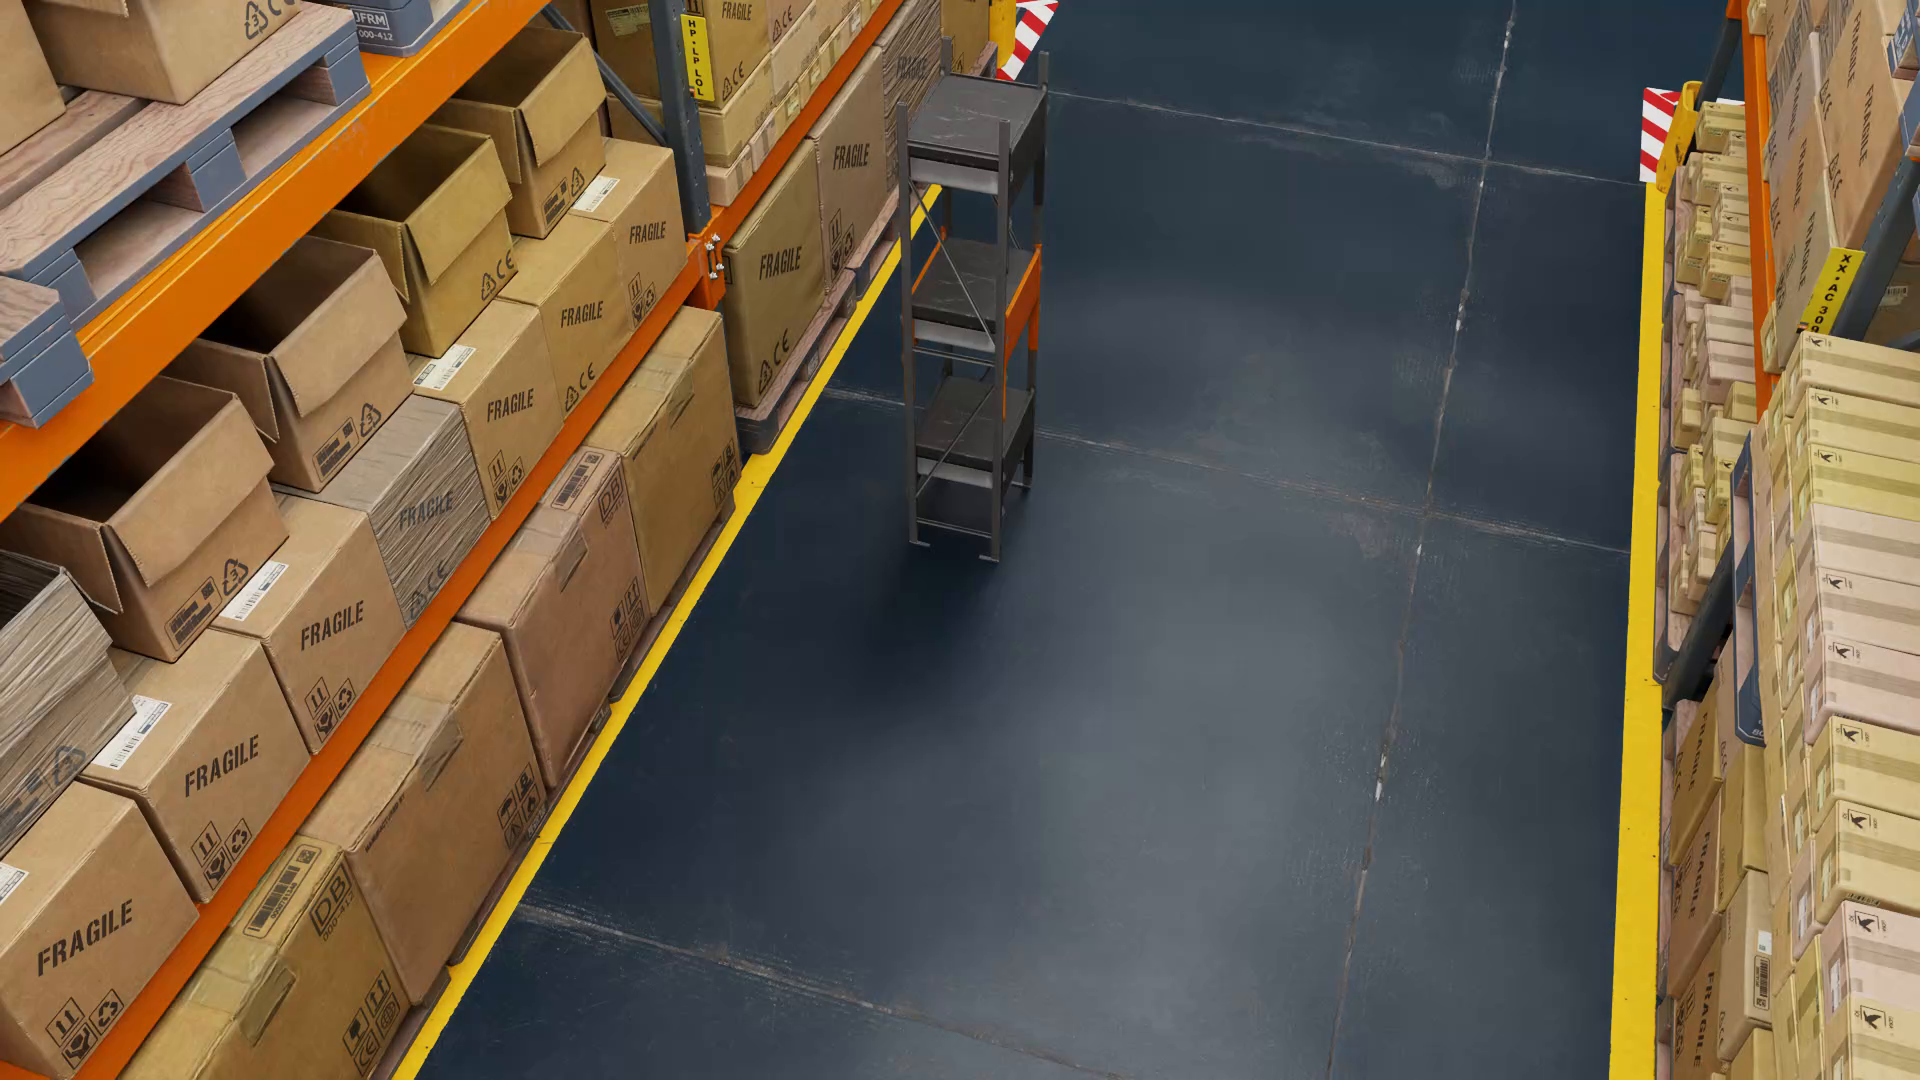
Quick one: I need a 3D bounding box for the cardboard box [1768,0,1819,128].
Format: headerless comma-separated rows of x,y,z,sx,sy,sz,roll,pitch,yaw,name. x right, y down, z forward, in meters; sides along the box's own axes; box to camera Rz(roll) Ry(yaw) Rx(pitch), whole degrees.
3.591,-1.886,6.648,0.500,0.500,0.500,11,46,11,cardboard box

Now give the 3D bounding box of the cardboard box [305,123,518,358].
-1.876,-0.976,5.213,0.797,0.503,0.637,13,46,13,cardboard box

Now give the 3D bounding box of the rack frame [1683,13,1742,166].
4.436,-3.012,8.082,1.000,3.000,0.127,13,46,13,rack frame

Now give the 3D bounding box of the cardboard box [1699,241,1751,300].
3.574,-1.197,7.540,0.380,0.149,0.250,13,46,13,cardboard box

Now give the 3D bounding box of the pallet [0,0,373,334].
-2.202,-0.989,4.005,1.003,0.211,1.213,15,46,14,pallet

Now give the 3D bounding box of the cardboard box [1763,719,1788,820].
2.277,0.630,4.239,0.380,0.149,0.250,12,46,12,cardboard box

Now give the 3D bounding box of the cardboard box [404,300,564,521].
-1.661,-0.452,5.395,0.500,0.500,0.500,12,46,12,cardboard box

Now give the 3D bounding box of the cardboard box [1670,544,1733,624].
3.019,0.189,6.549,0.380,0.149,0.250,13,46,13,cardboard box

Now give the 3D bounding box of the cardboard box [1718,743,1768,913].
2.591,0.921,5.013,0.500,0.250,0.500,14,46,14,cardboard box

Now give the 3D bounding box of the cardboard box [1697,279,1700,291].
3.735,-1.166,7.934,0.380,0.149,0.250,13,46,13,cardboard box

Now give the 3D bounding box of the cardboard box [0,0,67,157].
-2.389,-1.071,3.583,0.500,0.500,0.500,15,46,15,cardboard box

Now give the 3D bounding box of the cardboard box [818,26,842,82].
-0.751,-2.198,7.430,0.380,0.149,0.250,12,46,12,cardboard box

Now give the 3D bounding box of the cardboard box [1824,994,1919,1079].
1.960,1.103,3.331,0.380,0.149,0.250,14,46,14,cardboard box

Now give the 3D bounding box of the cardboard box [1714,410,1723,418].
3.321,-0.372,6.910,0.380,0.149,0.250,13,46,13,cardboard box

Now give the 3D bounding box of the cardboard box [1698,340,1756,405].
3.340,-0.685,7.017,0.380,0.149,0.250,10,45,11,cardboard box

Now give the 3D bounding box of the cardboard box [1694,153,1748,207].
3.787,-1.729,8.084,0.380,0.149,0.250,12,46,12,cardboard box

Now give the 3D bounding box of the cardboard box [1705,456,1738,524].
3.124,-0.161,6.481,0.380,0.149,0.250,13,46,13,cardboard box

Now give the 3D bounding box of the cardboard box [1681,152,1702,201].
3.973,-1.862,8.645,0.380,0.149,0.250,13,46,13,cardboard box

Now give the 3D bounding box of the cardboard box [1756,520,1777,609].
2.510,0.111,4.770,0.380,0.149,0.250,13,46,13,cardboard box

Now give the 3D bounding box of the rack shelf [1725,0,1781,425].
3.831,-1.422,6.972,1.077,0.370,4.000,13,46,13,rack shelf

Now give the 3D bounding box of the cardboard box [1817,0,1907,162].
3.261,-1.562,5.601,0.500,0.500,0.500,11,45,11,cardboard box

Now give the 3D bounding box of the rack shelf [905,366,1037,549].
0.050,-0.351,7.026,0.431,0.518,0.480,13,46,12,rack shelf

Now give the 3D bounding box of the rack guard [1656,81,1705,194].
4.413,-2.068,8.905,1.175,0.500,0.348,13,46,13,rack guard

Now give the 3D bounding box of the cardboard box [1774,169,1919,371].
3.102,-0.870,5.609,0.500,0.500,0.500,13,46,13,cardboard box

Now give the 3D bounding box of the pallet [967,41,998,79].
-0.428,-2.584,9.639,1.003,0.211,1.213,13,46,13,pallet

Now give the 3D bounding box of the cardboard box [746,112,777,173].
-0.985,-1.676,6.896,0.380,0.149,0.250,11,45,11,cardboard box

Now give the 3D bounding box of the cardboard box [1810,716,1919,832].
2.199,0.589,3.857,0.380,0.149,0.250,14,46,14,cardboard box

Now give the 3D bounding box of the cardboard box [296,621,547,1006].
-2.177,0.764,5.443,1.225,0.875,0.875,13,46,13,cardboard box

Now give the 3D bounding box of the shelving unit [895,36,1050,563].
0.050,-0.861,6.527,0.431,2.100,0.503,13,46,12,shelving unit

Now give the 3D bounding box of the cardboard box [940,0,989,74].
-0.378,-3.077,9.368,0.875,0.875,0.875,13,46,13,cardboard box

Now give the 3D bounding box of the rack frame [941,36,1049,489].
0.124,-1.023,6.694,0.400,2.100,0.015,13,46,12,rack frame

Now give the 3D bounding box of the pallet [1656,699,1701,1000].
2.991,1.170,5.802,1.003,0.211,1.213,13,46,13,pallet

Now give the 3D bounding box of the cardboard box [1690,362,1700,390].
3.476,-0.660,7.417,0.380,0.149,0.250,13,46,13,cardboard box

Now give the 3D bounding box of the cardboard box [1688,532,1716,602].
3.018,0.139,6.387,0.380,0.149,0.250,13,46,13,cardboard box

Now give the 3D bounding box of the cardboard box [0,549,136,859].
-2.446,0.324,3.884,0.797,0.503,0.637,14,46,14,cardboard box

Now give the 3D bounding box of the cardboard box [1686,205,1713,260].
3.726,-1.454,8.016,0.380,0.149,0.250,14,46,14,cardboard box

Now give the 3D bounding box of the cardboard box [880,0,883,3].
-0.517,-2.714,7.958,0.380,0.149,0.250,13,46,13,cardboard box

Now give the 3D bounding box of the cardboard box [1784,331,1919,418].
2.667,-0.454,4.922,0.380,0.149,0.250,15,46,15,cardboard box

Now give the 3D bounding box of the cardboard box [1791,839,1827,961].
2.118,0.868,3.784,0.380,0.149,0.250,14,46,14,cardboard box

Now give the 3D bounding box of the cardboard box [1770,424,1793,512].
2.591,-0.174,4.849,0.380,0.149,0.250,12,46,12,cardboard box

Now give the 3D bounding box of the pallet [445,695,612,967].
-2.001,0.879,6.100,1.003,0.211,1.213,13,46,13,pallet

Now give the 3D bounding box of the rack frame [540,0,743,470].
-1.471,-1.464,6.500,1.000,3.000,0.127,13,46,13,rack frame

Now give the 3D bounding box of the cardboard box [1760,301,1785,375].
3.063,-0.691,5.890,0.380,0.149,0.250,11,46,11,cardboard box

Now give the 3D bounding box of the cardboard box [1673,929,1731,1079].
2.444,1.539,4.919,0.500,0.500,0.500,13,46,13,cardboard box

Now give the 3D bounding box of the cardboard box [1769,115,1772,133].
3.602,-1.725,6.947,0.380,0.149,0.250,14,46,14,cardboard box

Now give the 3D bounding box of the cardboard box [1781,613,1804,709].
2.355,0.352,4.312,0.380,0.149,0.250,14,46,14,cardboard box

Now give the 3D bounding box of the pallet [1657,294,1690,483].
3.762,-0.620,7.632,1.003,0.211,1.213,13,46,13,pallet

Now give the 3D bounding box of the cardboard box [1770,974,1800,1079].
2.038,1.152,3.706,0.380,0.149,0.250,11,45,11,cardboard box

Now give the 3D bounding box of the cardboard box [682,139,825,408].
-1.195,-1.277,7.529,0.875,0.875,0.875,13,46,13,cardboard box

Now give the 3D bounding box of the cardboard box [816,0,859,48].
-0.773,-2.451,7.404,0.500,0.250,0.500,14,46,13,cardboard box

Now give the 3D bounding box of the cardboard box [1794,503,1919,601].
2.431,0.070,4.387,0.380,0.149,0.250,12,46,12,cardboard box

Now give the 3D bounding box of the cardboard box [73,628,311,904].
-2.122,0.556,4.365,0.500,0.500,0.500,11,46,11,cardboard box

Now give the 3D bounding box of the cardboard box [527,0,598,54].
-1.587,-2.148,6.557,0.500,0.500,0.500,14,46,14,cardboard box
